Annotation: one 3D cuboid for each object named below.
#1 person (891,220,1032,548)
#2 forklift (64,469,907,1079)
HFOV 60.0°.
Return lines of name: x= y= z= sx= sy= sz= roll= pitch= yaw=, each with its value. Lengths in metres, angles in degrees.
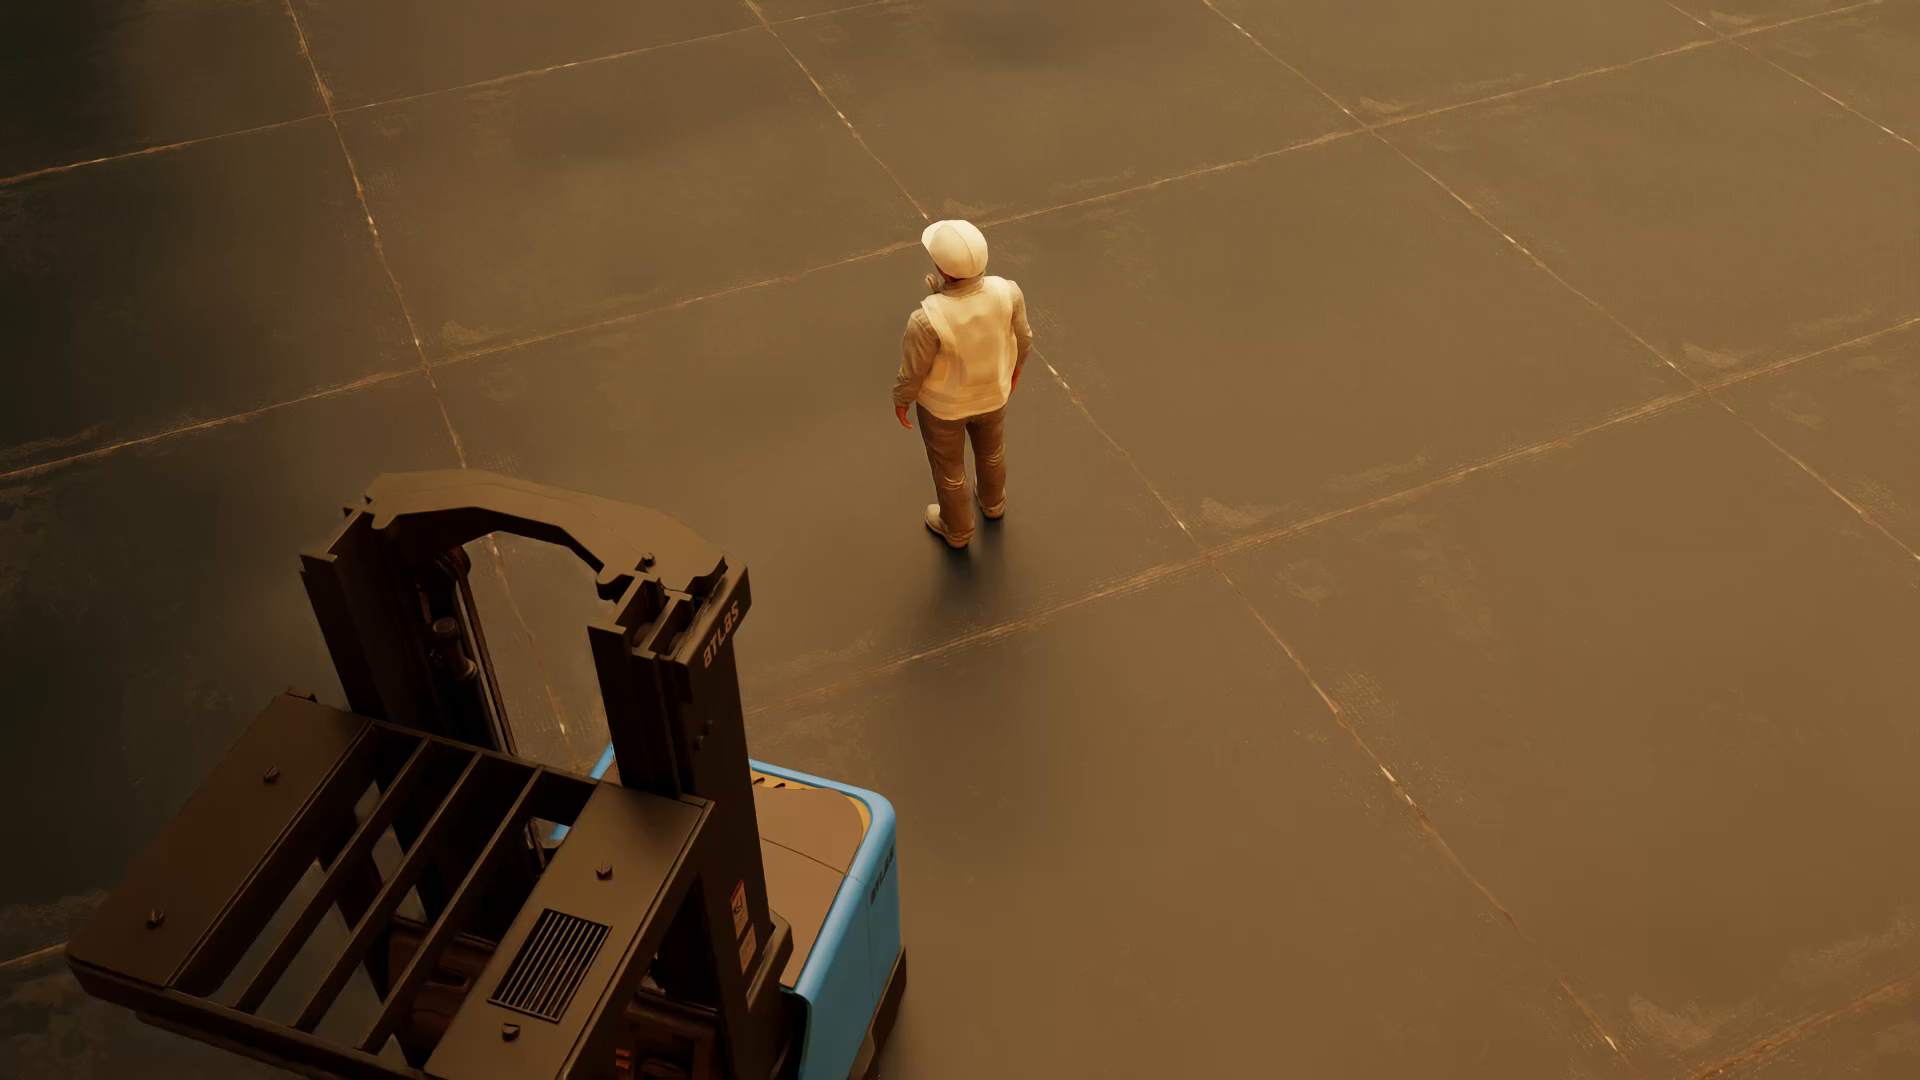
person: x=-0.019 y=-0.695 z=7.261 sx=0.633 sy=1.774 sz=0.568 roll=-18 pitch=46 yaw=-18
forklift: x=-1.136 y=1.397 z=4.183 sx=1.130 sy=2.935 sz=3.031 roll=13 pitch=44 yaw=13
